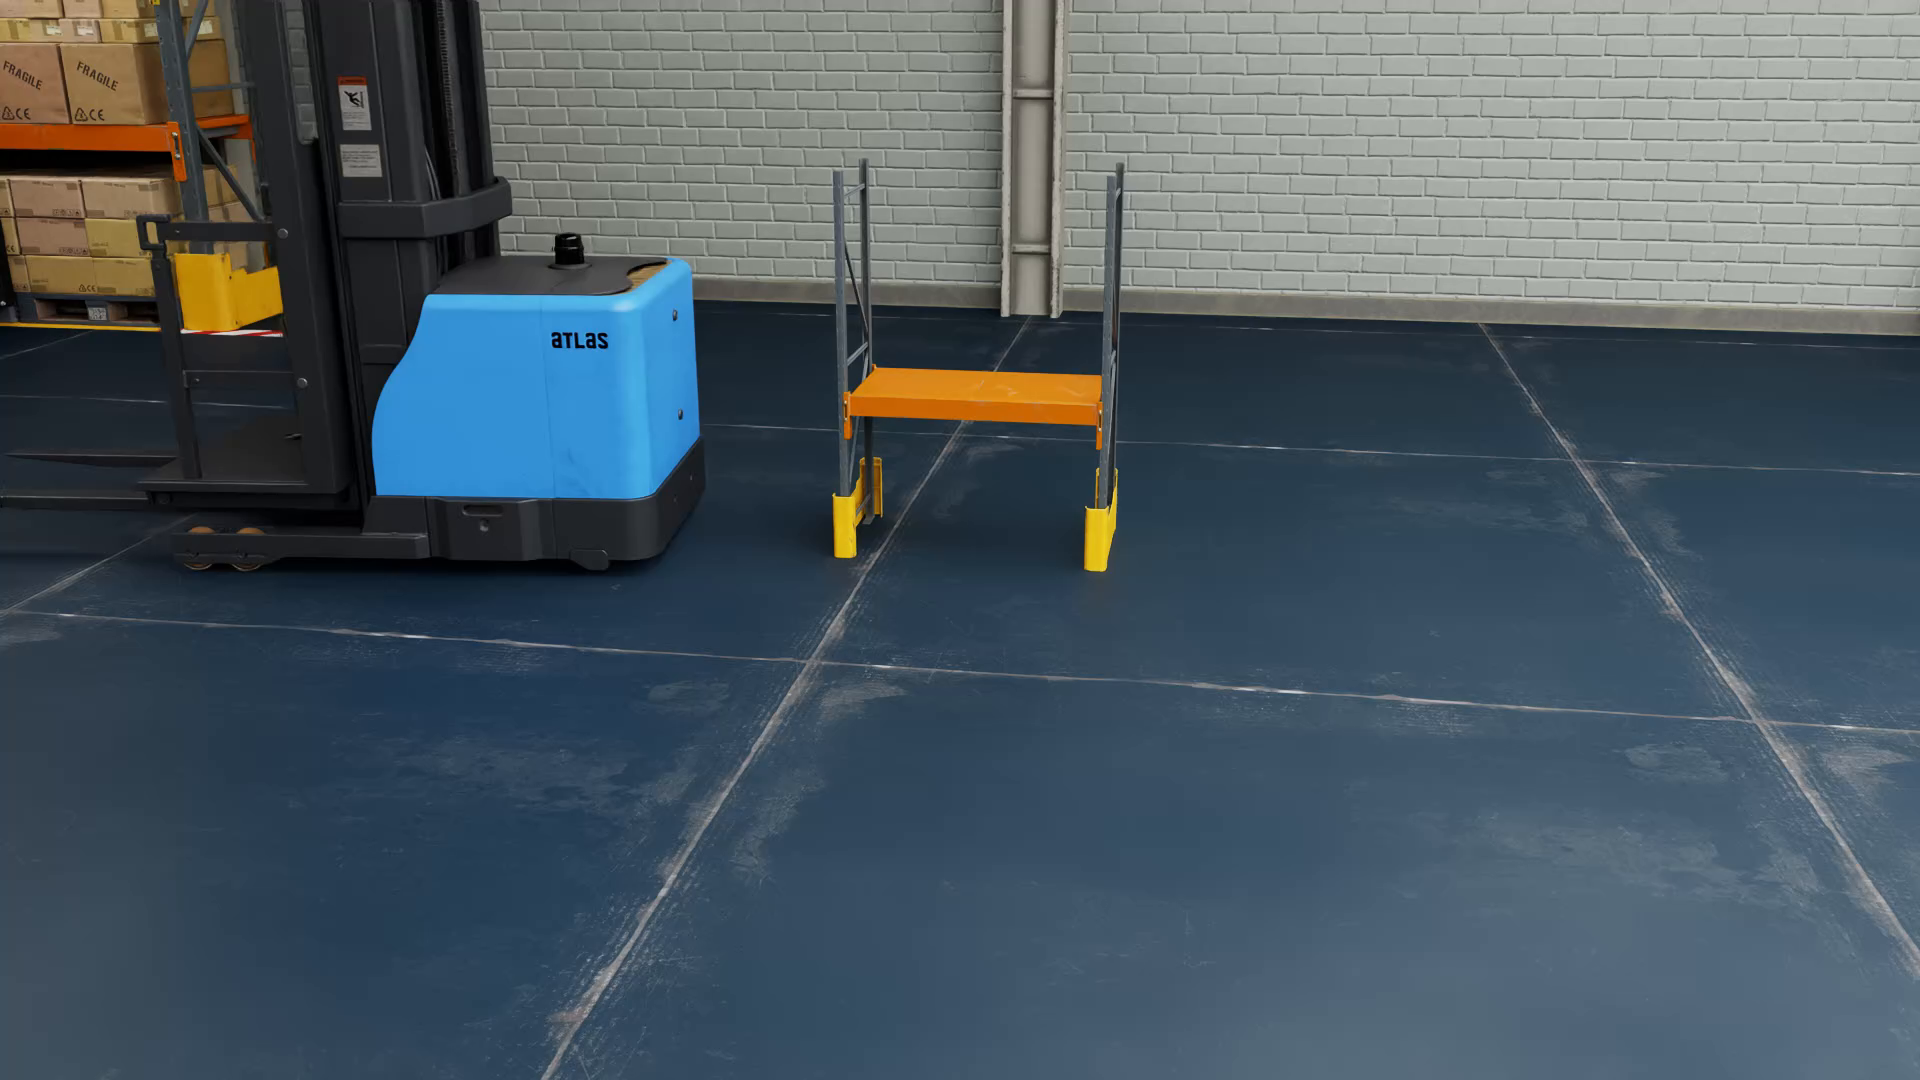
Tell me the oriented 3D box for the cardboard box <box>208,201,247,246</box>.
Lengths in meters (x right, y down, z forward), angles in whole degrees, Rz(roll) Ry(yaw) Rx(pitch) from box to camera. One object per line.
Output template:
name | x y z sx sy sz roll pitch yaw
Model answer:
cardboard box | -5.313 -2.197 11.527 0.500 0.250 0.500 3 19 10

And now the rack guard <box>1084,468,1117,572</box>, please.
rack guard | 0.567 -0.090 6.677 0.087 0.250 0.587 3 19 9

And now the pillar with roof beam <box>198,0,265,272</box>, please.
pillar with roof beam | -6.109 -4.790 6.937 0.400 9.000 9.100 3 19 9

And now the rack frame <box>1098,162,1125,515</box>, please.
rack frame | 0.586 -0.681 6.476 0.032 1.500 0.500 3 19 9

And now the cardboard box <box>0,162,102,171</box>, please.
cardboard box | -6.313 -2.482 11.589 0.500 0.250 0.500 3 19 8

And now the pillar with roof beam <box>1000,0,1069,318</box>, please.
pillar with roof beam | -0.185 -4.488 6.035 0.400 9.000 9.100 3 19 9

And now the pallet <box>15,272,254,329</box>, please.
pallet | -5.644 -1.679 11.490 1.213 0.211 1.003 3 19 9

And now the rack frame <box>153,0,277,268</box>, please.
rack frame | -4.882 -2.976 10.971 0.127 3.000 1.000 3 19 9

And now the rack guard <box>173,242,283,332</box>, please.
rack guard | -4.858 -1.790 11.364 0.348 0.500 1.175 3 19 9

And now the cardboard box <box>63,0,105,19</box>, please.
cardboard box | -5.518 -3.427 10.670 0.250 0.149 0.380 3 19 9

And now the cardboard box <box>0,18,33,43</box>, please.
cardboard box | -6.015 -3.313 10.797 0.250 0.149 0.380 3 19 8

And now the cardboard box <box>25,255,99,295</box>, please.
cardboard box | -5.886 -1.824 11.200 0.500 0.250 0.500 3 19 9

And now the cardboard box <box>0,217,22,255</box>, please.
cardboard box | -6.419 -2.083 11.186 0.500 0.250 0.500 2 19 7

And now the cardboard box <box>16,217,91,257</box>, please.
cardboard box | -5.906 -2.064 11.128 0.500 0.250 0.500 3 19 8

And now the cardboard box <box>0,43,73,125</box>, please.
cardboard box | -5.920 -2.995 10.870 0.500 0.500 0.500 4 19 10

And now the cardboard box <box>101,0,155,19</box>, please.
cardboard box | -5.269 -3.425 10.662 0.250 0.149 0.380 3 19 9

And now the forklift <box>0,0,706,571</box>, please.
forklift | -2.643 -1.435 6.473 3.031 2.935 1.130 1 19 3

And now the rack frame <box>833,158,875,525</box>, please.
rack frame | -0.418 -0.733 6.629 0.032 1.500 0.500 3 19 9

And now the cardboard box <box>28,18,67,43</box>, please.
cardboard box | -5.772 -3.297 10.749 0.250 0.149 0.380 3 19 10

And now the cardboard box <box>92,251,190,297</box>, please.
cardboard box | -5.396 -1.796 11.116 0.500 0.250 0.500 3 19 9

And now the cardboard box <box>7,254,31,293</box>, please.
cardboard box | -6.378 -1.852 11.283 0.500 0.250 0.500 3 19 9

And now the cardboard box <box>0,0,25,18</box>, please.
cardboard box | -6.014 -3.468 10.791 0.250 0.149 0.380 3 19 9

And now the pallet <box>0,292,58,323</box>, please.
pallet | -6.845 -1.742 11.675 1.213 0.211 1.003 3 19 9

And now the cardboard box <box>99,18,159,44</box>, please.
cardboard box | -5.269 -3.261 10.642 0.250 0.149 0.380 3 19 9

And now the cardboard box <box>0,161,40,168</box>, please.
cardboard box | -6.817 -2.510 11.673 0.500 0.250 0.500 3 19 8

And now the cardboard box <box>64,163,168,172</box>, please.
cardboard box | -5.820 -2.453 11.504 0.500 0.250 0.500 3 19 9

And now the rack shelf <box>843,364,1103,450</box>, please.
rack shelf | 0.084 -0.536 6.609 1.000 0.185 0.538 3 19 9

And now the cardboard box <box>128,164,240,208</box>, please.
cardboard box | -5.327 -2.429 11.432 0.500 0.250 0.500 3 19 8

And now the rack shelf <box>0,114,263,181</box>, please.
rack shelf | -6.857 -2.736 11.386 4.000 0.370 1.077 3 19 9

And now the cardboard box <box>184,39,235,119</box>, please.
cardboard box | -5.327 -3.136 11.290 0.500 0.500 0.500 4 19 10

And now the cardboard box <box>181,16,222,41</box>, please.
cardboard box | -5.176 -3.430 11.147 0.250 0.149 0.380 2 19 7

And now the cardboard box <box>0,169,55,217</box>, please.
cardboard box | -6.391 -2.317 11.098 0.500 0.250 0.500 3 19 9

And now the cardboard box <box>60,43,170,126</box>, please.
cardboard box | -5.410 -2.966 10.784 0.500 0.500 0.500 3 19 7

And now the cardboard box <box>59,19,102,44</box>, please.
cardboard box | -5.526 -3.265 10.653 0.250 0.149 0.380 3 19 10

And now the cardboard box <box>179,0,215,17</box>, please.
cardboard box | -5.180 -3.556 11.056 0.250 0.149 0.380 3 19 8

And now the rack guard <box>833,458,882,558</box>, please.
rack guard | -0.416 -0.140 6.827 0.087 0.250 0.587 3 19 9

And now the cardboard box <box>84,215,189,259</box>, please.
cardboard box | -5.412 -2.035 11.042 0.500 0.250 0.500 3 19 8

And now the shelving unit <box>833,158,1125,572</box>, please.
shelving unit | 0.075 -0.707 6.554 1.083 1.500 0.587 3 19 9

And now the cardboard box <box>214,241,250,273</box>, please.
cardboard box | -5.336 -1.958 11.598 0.500 0.250 0.500 3 19 9

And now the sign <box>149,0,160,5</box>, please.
sign | -4.982 -3.469 10.244 0.005 0.325 0.100 3 19 9

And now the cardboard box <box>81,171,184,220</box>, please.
cardboard box | -5.386 -2.271 10.960 0.500 0.250 0.500 4 19 10

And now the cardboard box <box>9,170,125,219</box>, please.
cardboard box | -5.891 -2.295 11.031 0.500 0.250 0.500 3 19 10

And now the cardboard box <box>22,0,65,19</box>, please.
cardboard box | -5.780 -3.432 10.684 0.250 0.149 0.380 3 19 10
